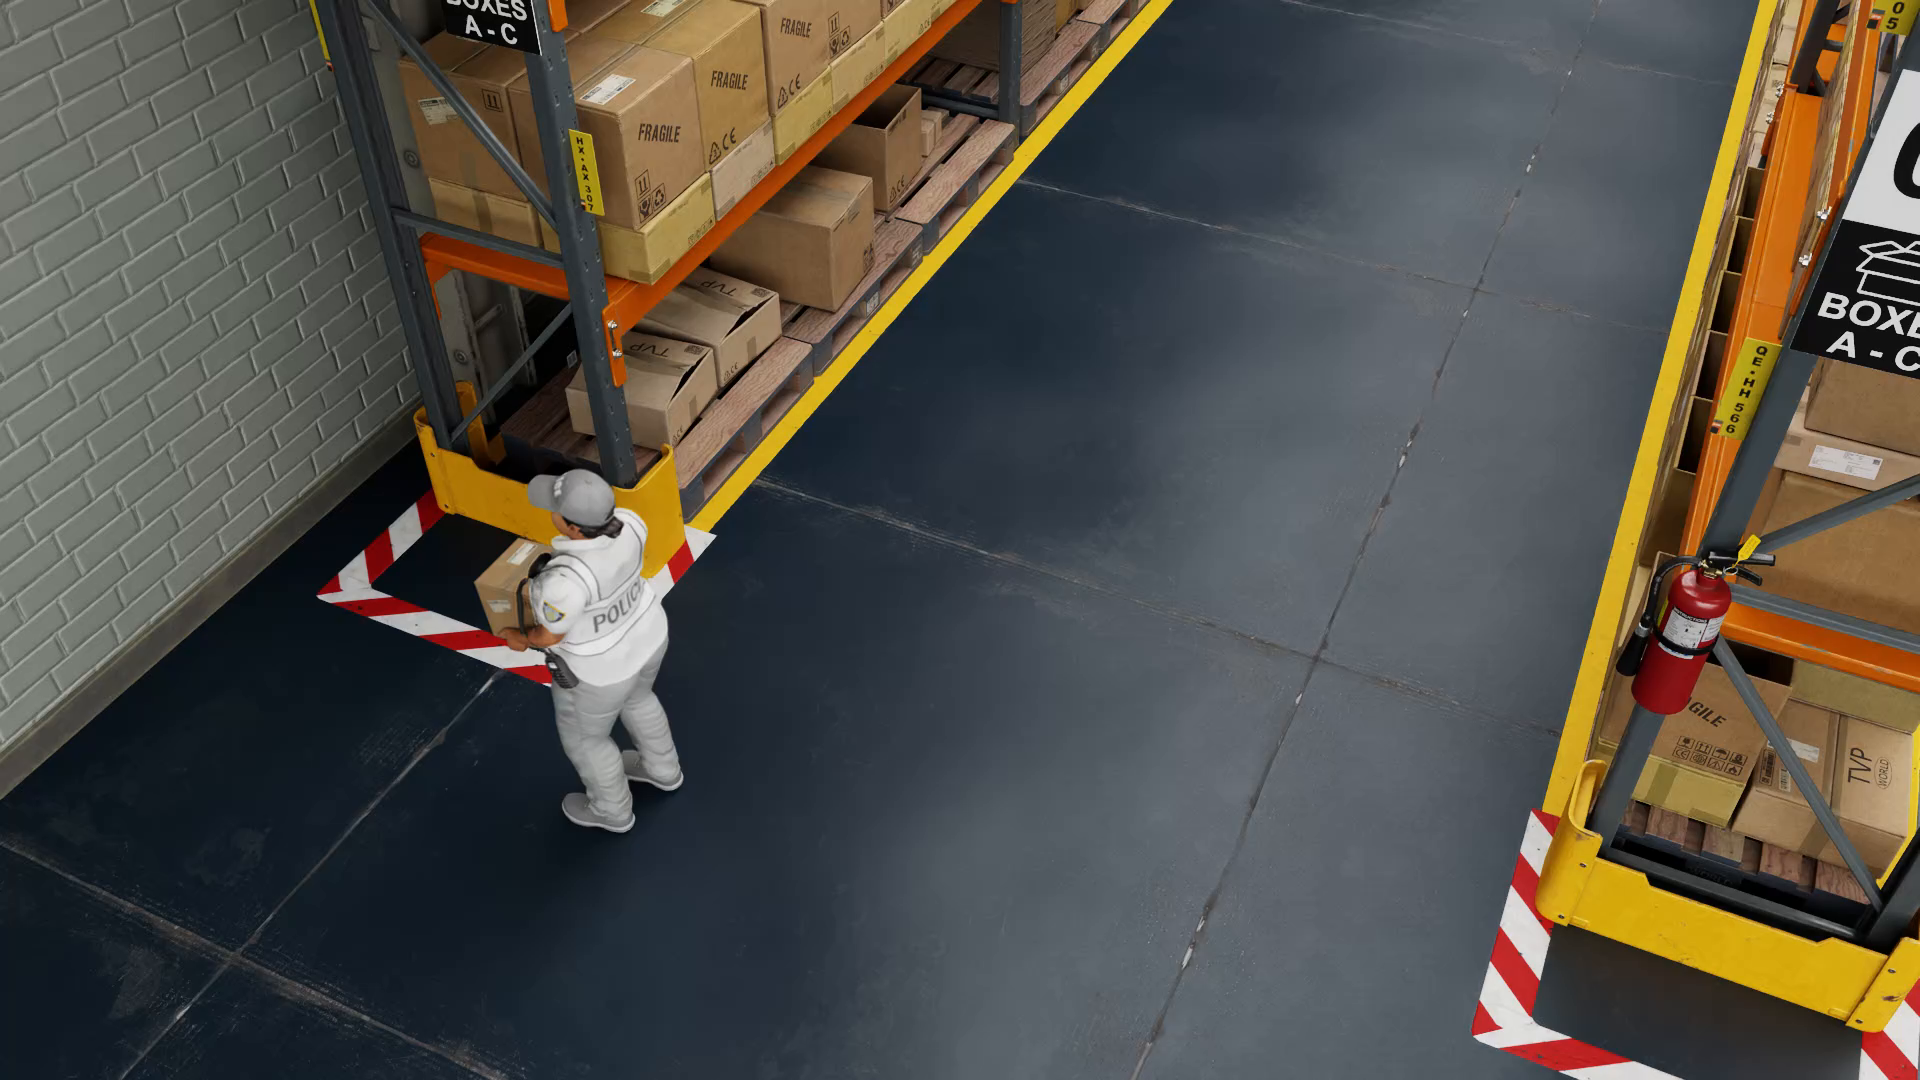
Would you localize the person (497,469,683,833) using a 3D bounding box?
[{"bbox_3d":[-1.291,0.369,5.757,0.536,1.655,0.454,17,45,18],"label":"person"}]
